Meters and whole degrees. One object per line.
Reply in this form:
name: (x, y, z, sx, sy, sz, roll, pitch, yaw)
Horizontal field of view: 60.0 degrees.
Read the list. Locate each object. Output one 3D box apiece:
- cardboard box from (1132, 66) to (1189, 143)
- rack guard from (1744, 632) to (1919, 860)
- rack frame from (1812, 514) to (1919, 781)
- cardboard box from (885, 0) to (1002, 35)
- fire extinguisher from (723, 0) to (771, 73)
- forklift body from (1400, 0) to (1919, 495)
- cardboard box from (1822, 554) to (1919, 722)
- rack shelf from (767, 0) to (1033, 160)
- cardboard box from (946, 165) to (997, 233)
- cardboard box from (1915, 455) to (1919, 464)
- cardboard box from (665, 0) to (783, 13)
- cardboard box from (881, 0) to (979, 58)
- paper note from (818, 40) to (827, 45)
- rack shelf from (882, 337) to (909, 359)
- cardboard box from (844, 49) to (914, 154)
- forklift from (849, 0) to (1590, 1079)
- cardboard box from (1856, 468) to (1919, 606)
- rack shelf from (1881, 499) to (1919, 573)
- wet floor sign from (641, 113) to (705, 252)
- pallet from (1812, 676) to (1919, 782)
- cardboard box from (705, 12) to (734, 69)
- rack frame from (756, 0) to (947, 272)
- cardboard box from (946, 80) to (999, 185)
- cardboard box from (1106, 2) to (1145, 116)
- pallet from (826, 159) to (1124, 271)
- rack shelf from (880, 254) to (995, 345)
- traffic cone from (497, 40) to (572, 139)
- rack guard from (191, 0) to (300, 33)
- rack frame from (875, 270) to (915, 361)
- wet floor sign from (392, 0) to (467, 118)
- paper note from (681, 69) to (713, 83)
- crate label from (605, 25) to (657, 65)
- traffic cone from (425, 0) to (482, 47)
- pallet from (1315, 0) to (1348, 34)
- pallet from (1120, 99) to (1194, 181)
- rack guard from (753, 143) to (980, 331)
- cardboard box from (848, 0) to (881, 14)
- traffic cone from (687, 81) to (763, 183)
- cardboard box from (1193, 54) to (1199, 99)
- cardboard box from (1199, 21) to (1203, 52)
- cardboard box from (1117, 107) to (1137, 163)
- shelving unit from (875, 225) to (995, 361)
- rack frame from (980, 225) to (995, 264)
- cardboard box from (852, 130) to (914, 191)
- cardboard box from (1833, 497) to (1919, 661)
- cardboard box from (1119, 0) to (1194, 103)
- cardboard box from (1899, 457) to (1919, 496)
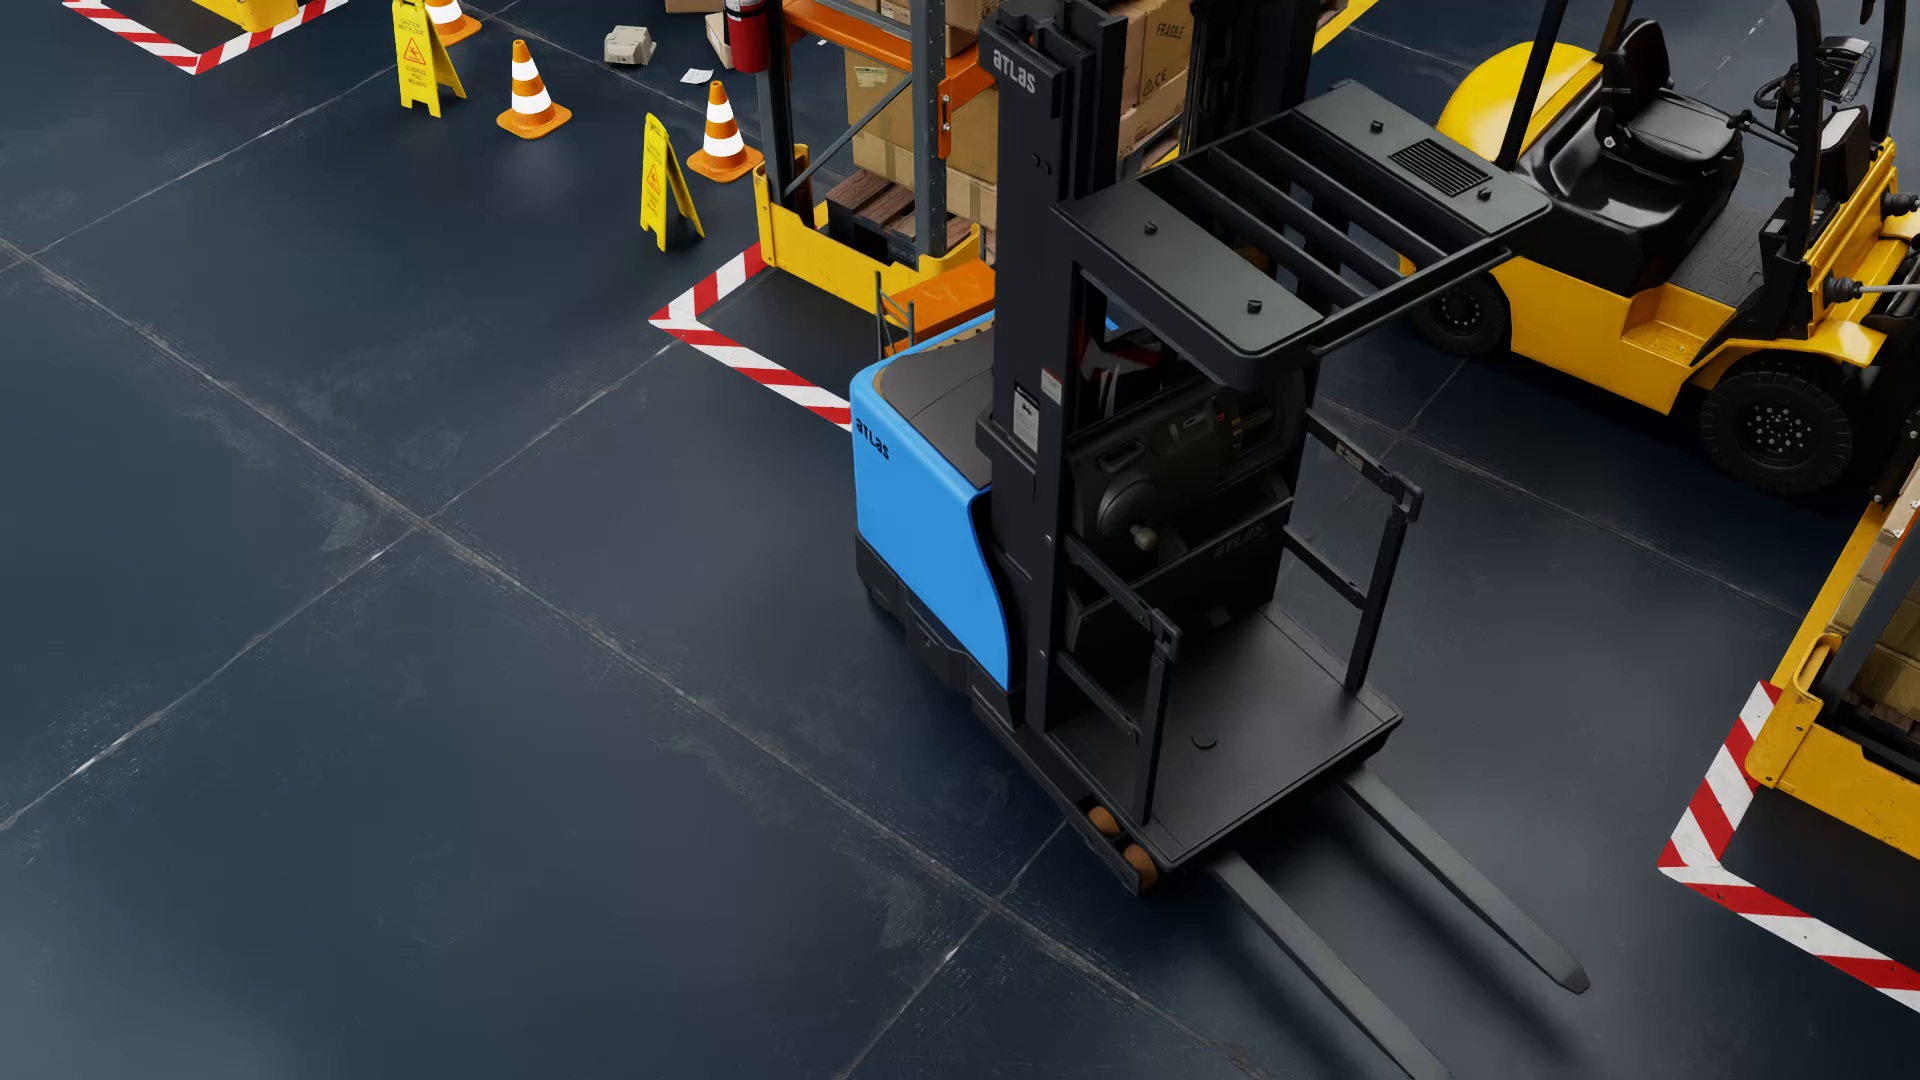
cardboard box: (0.865, -2.373, 8.718, 0.500, 0.250, 0.500, 33, 54, 27)
rack guard: (3.426, 0.837, 5.769, 1.175, 0.500, 0.348, 29, 53, 25)
rack frame: (3.441, -0.040, 4.878, 1.000, 3.000, 0.127, 29, 53, 25)
cardboard box: (0.020, -2.518, 6.971, 0.500, 0.500, 0.500, 28, 53, 24)
fire extinguisher: (-0.924, -2.344, 7.132, 0.296, 0.674, 0.183, 29, 53, 25)
forklift body: (3.157, -1.638, 6.992, 2.313, 2.155, 1.214, 29, 53, 25)
cardboard box: (3.478, 0.356, 6.111, 0.500, 0.250, 0.500, 30, 53, 25)
rack shelf: (0.734, -3.128, 8.326, 1.077, 0.370, 4.000, 29, 53, 25)
cardboard box: (0.223, -1.767, 8.139, 0.500, 0.250, 0.500, 29, 53, 25)
cardboard box: (4.105, -0.411, 6.499, 0.500, 0.250, 0.500, 28, 52, 24)
cardboard box: (-1.419, -3.494, 9.904, 0.797, 0.503, 0.637, -2, 46, -2)
cardboard box: (-0.118, -2.248, 7.162, 0.380, 0.149, 0.250, 29, 53, 25)
paper note: (-0.779, -2.915, 9.692, 0.032, 0.001, 0.123, 29, 53, 25)
rack shelf: (-0.044, -0.731, 6.566, 0.480, 0.148, 0.258, -27, 52, -24)
cardboard box: (-0.206, -2.260, 8.092, 0.500, 0.500, 0.500, 30, 53, 25)
forklift: (0.847, -0.201, 5.080, 1.130, 2.935, 3.031, -27, 52, -24)
cardboard box: (3.476, 0.018, 5.743, 0.500, 0.250, 0.500, 31, 54, 26)
rack shelf: (4.664, -0.936, 6.232, 1.077, 0.370, 4.000, 29, 53, 25)
wet floor sign: (-1.452, -1.783, 8.172, 0.232, 0.644, 0.267, -25, 51, -22)
pallet: (3.876, 0.467, 6.322, 1.003, 0.211, 1.213, 29, 53, 25)
cardboard box: (-1.287, -2.890, 9.572, 0.250, 0.149, 0.380, -17, 49, -15)
rack frame: (-0.489, -2.232, 6.972, 1.000, 3.000, 0.127, 29, 53, 25)
cardboard box: (0.237, -2.039, 7.881, 0.500, 0.500, 0.500, 28, 52, 24)
cardboard box: (0.553, -2.341, 8.169, 0.500, 0.500, 0.500, 27, 52, 24)
pallet: (0.082, -1.762, 8.451, 1.003, 0.211, 1.213, 29, 53, 25)
rack shelf: (-0.045, -0.895, 6.396, 0.480, 0.148, 0.258, -27, 52, -24)
traffic cone: (-2.333, -2.468, 8.953, 0.336, 0.463, 0.334, 29, 53, 25)
rack guard: (-4.483, -3.485, 9.898, 1.175, 0.500, 0.348, 29, 53, 25)
rack frame: (-0.242, -0.520, 6.581, 0.015, 1.200, 0.240, -27, 52, -24)
wet floor sign: (-2.919, -2.657, 9.007, 0.267, 0.644, 0.232, 21, 50, 19)
paper note: (-1.486, -2.627, 9.403, 0.148, 0.019, 0.142, 13, 48, 12)
crate label: (-1.902, -2.833, 9.526, 0.250, 0.136, 0.298, 6, 47, 5)
traffic cone: (-3.020, -3.162, 9.616, 0.336, 0.463, 0.334, 29, 53, 25)
pallet: (1.574, -3.158, 9.785, 1.003, 0.211, 1.213, 29, 53, 25)
pallet: (0.828, -2.457, 9.115, 1.003, 0.211, 1.213, 29, 53, 25)
rack guard: (-0.443, -1.412, 7.918, 1.175, 0.500, 0.348, 29, 53, 25)
cardboard box: (-0.430, -2.454, 7.358, 0.380, 0.149, 0.250, 31, 54, 26)
traffic cone: (-1.247, -2.172, 8.670, 0.336, 0.463, 0.334, 29, 53, 25)
cardboard box: (1.176, -2.661, 8.993, 0.500, 0.250, 0.500, 30, 53, 26)
cardboard box: (1.186, -2.934, 8.735, 0.500, 0.500, 0.500, 32, 54, 27)
cardboard box: (0.541, -2.055, 8.415, 0.500, 0.250, 0.500, 31, 54, 26)
shelving unit: (-0.043, -0.623, 6.679, 0.503, 1.200, 0.258, -27, 52, -24)
rack frame: (0.155, -0.725, 6.777, 0.015, 1.200, 0.240, -27, 52, -24)
cardboard box: (-0.193, -2.023, 8.383, 0.500, 0.250, 0.500, 29, 53, 25)
cardboard box: (3.491, 0.176, 5.938, 0.500, 0.250, 0.500, 29, 53, 25)
cardboard box: (0.866, -2.624, 8.439, 0.500, 0.500, 0.500, 30, 53, 26)
cardboard box: (3.783, -0.277, 6.024, 0.500, 0.250, 0.500, 30, 53, 26)
